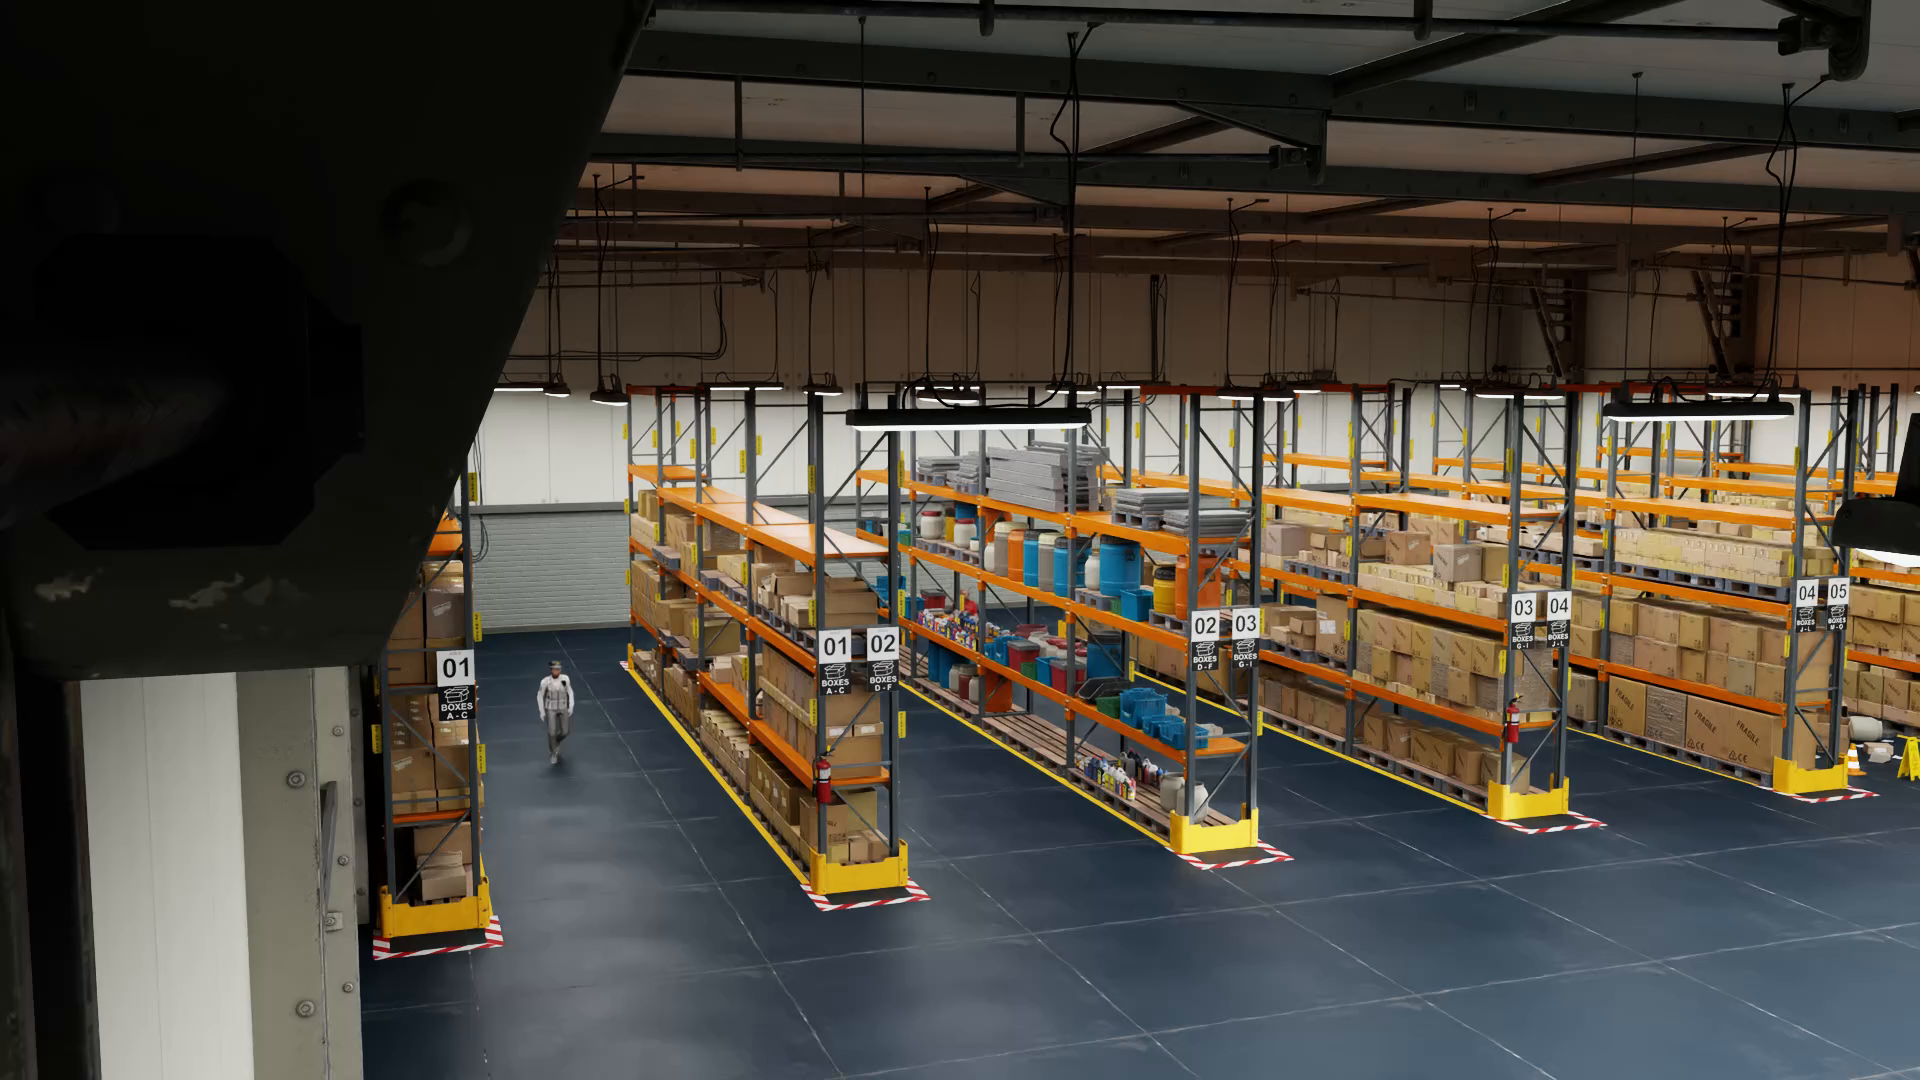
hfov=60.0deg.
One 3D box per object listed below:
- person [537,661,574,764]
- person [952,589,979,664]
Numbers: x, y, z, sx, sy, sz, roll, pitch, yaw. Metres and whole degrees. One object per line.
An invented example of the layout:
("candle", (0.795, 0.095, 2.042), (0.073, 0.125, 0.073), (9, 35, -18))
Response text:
("person", (-6.551, 2.744, 26.908), (0.583, 1.659, 0.549), (-3, 6, -24))
("person", (0.155, 1.867, 34.974), (0.564, 1.654, 1.062), (-3, 7, -29))
